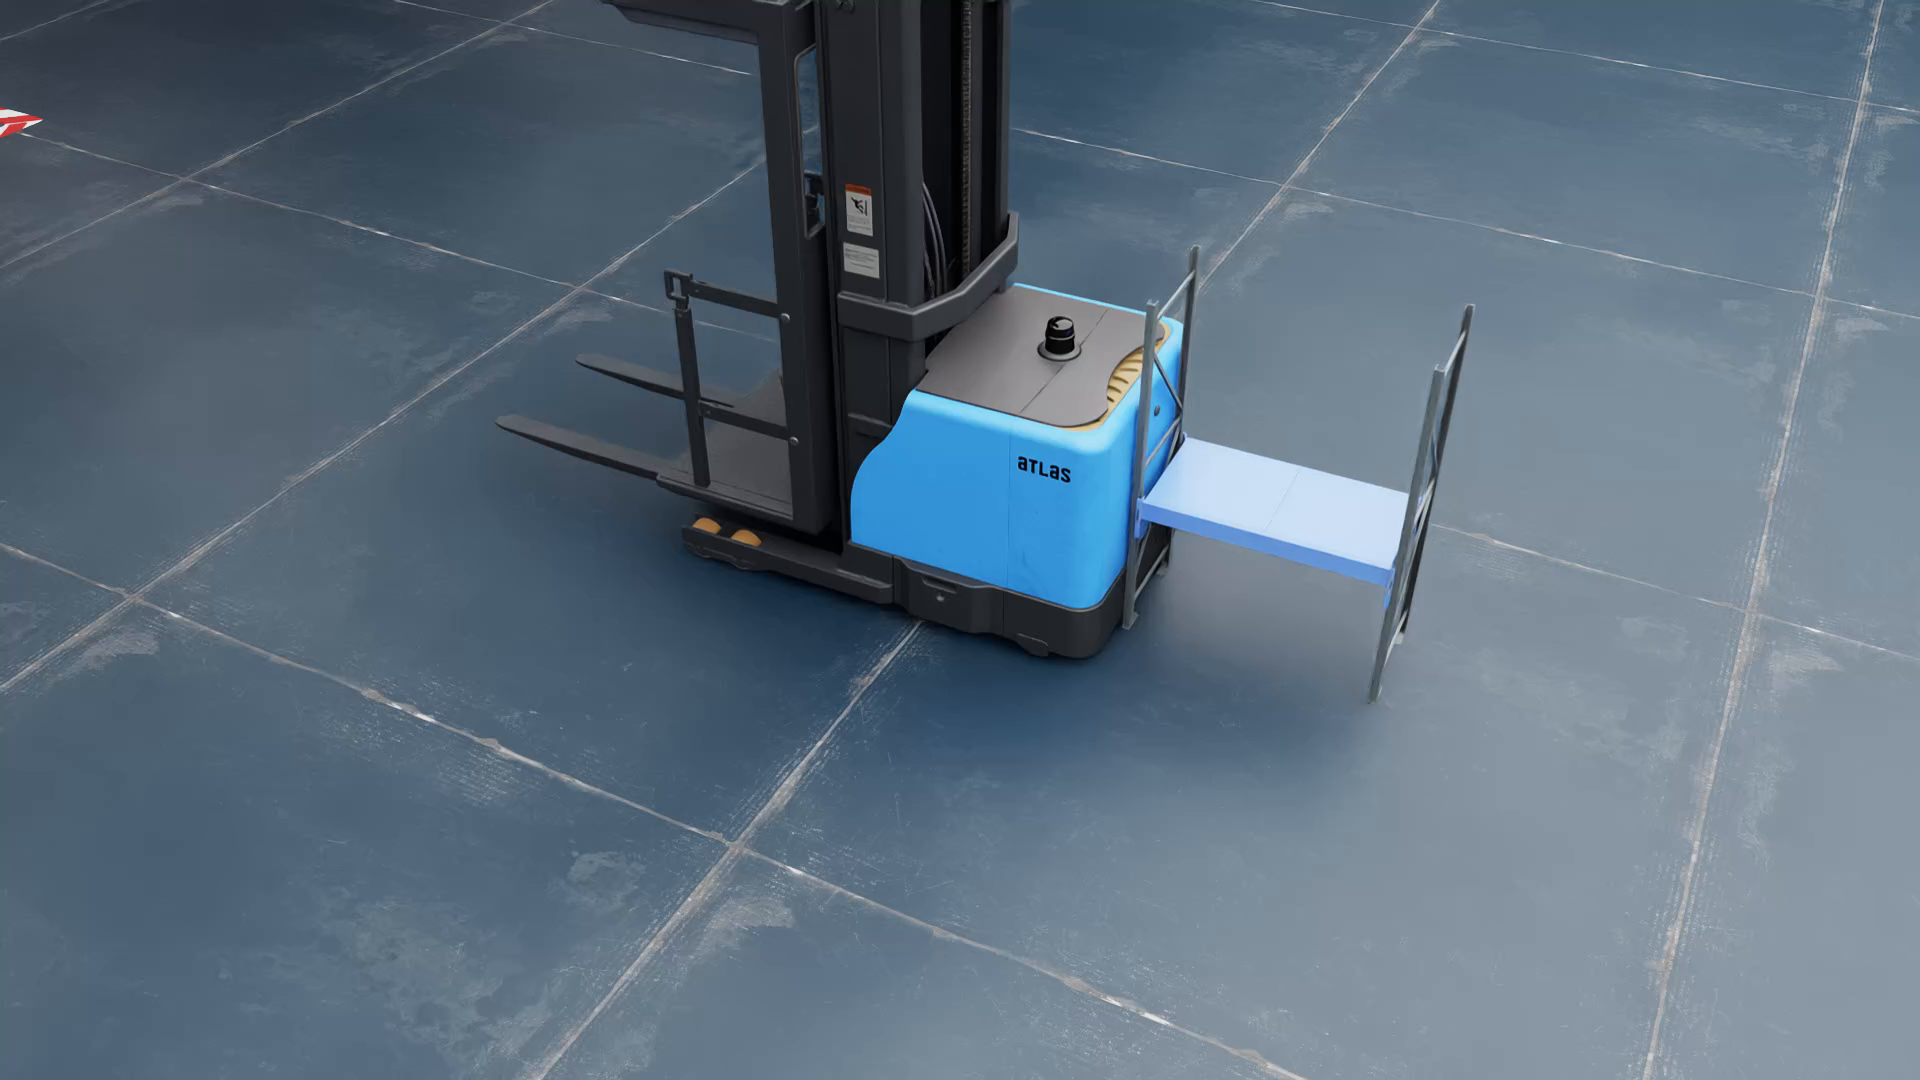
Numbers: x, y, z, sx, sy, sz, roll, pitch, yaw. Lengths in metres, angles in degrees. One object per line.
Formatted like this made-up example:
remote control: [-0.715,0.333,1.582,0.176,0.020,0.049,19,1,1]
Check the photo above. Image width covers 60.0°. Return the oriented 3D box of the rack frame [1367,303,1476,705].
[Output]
rack frame: [1.696,-0.100,6.141,0.032,1.500,0.500,16,40,20]

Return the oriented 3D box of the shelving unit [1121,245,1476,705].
shelving unit: [1.239,-0.234,6.318,1.048,1.500,0.538,16,40,20]

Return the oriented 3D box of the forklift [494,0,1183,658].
forklift: [-0.622,-1.311,6.552,3.031,2.935,1.130,16,40,20]

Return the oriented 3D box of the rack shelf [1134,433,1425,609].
rack shelf: [1.239,-0.091,6.427,1.000,0.185,0.538,16,40,20]

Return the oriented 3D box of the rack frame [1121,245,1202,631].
rack frame: [0.781,-0.369,6.495,0.032,1.500,0.500,16,40,20]
